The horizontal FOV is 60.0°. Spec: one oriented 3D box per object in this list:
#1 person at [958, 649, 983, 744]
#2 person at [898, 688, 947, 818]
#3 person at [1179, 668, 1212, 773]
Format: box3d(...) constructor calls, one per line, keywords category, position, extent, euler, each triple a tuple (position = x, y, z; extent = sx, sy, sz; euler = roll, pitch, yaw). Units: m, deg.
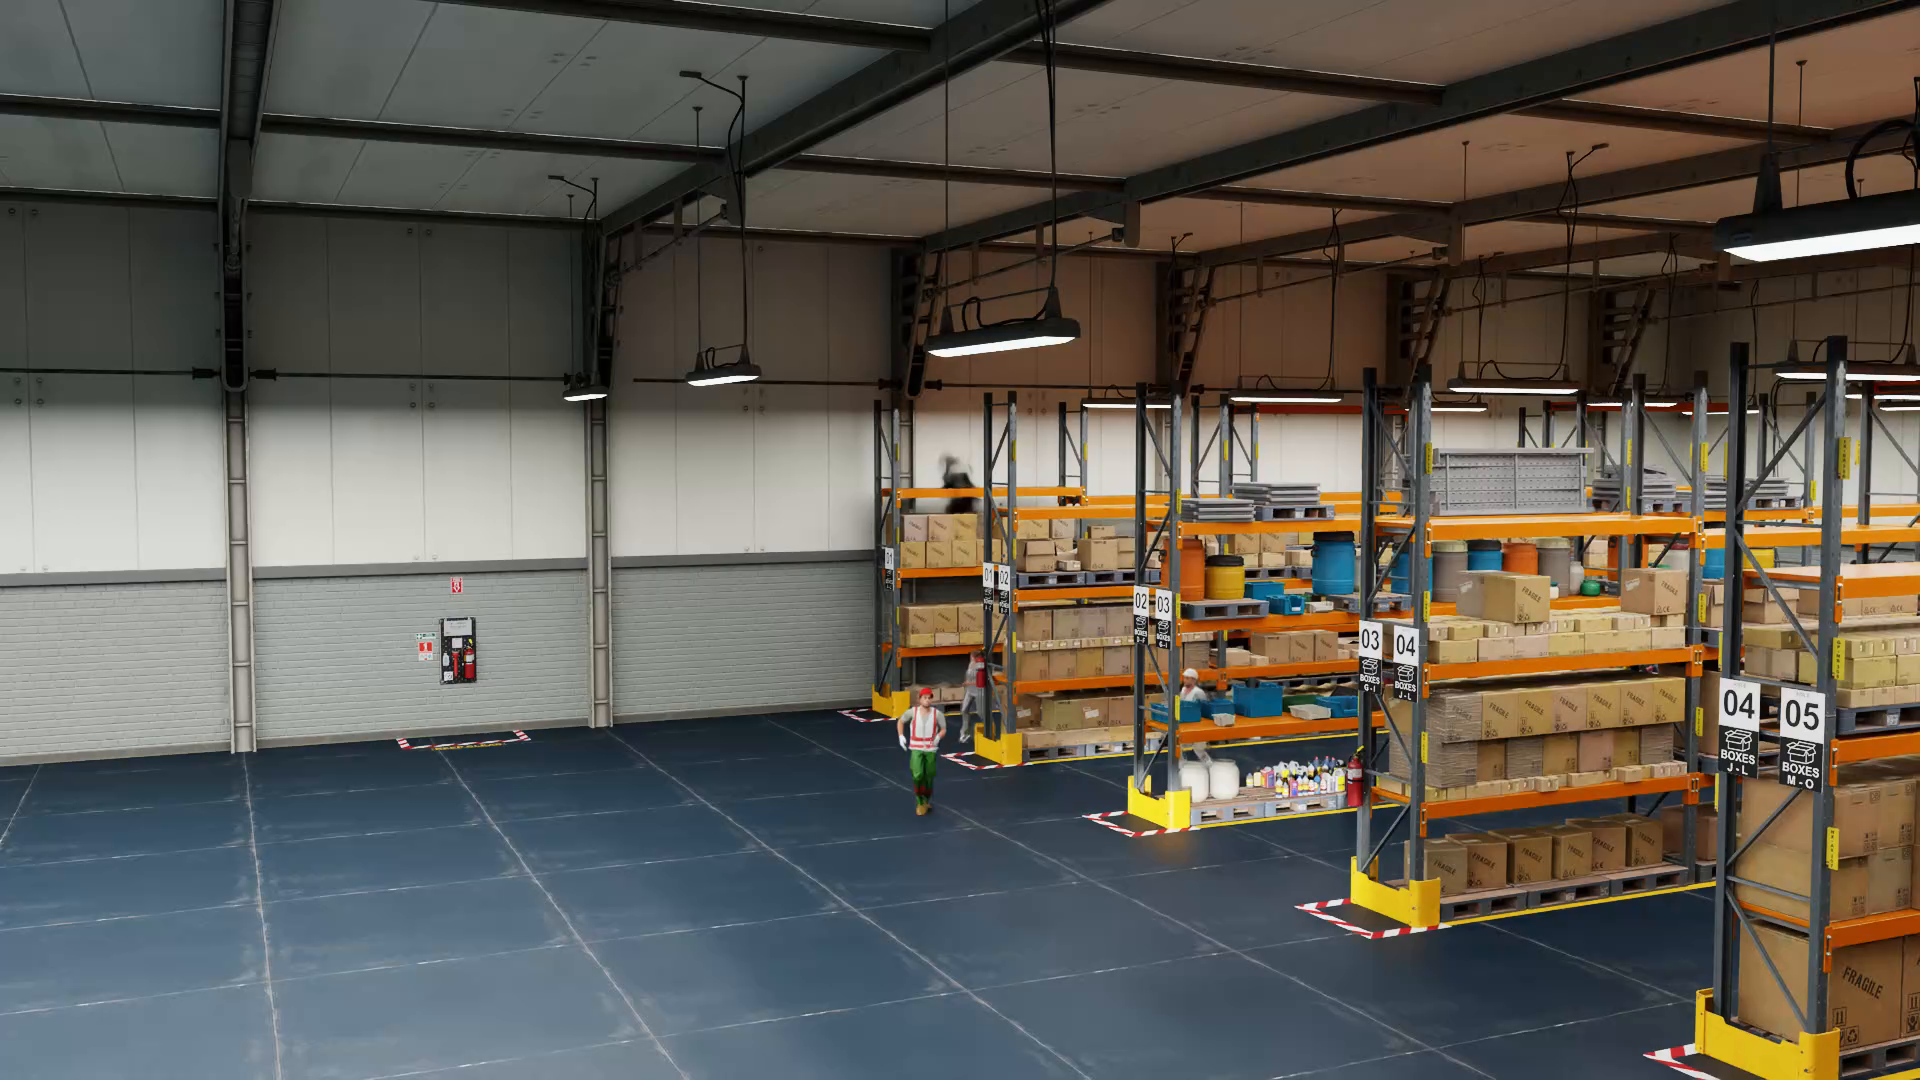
box3d(category="person", position=(0.309, 2.710, 28.752), extent=(0.731, 1.622, 0.530), euler=(-3, 5, -43))
box3d(category="person", position=(-0.512, 2.945, 23.104), extent=(0.672, 1.781, 0.708), euler=(0, 3, -8))
box3d(category="person", position=(3.441, 2.825, 24.749), extent=(0.876, 1.844, 0.643), euler=(-3, 4, -39))
